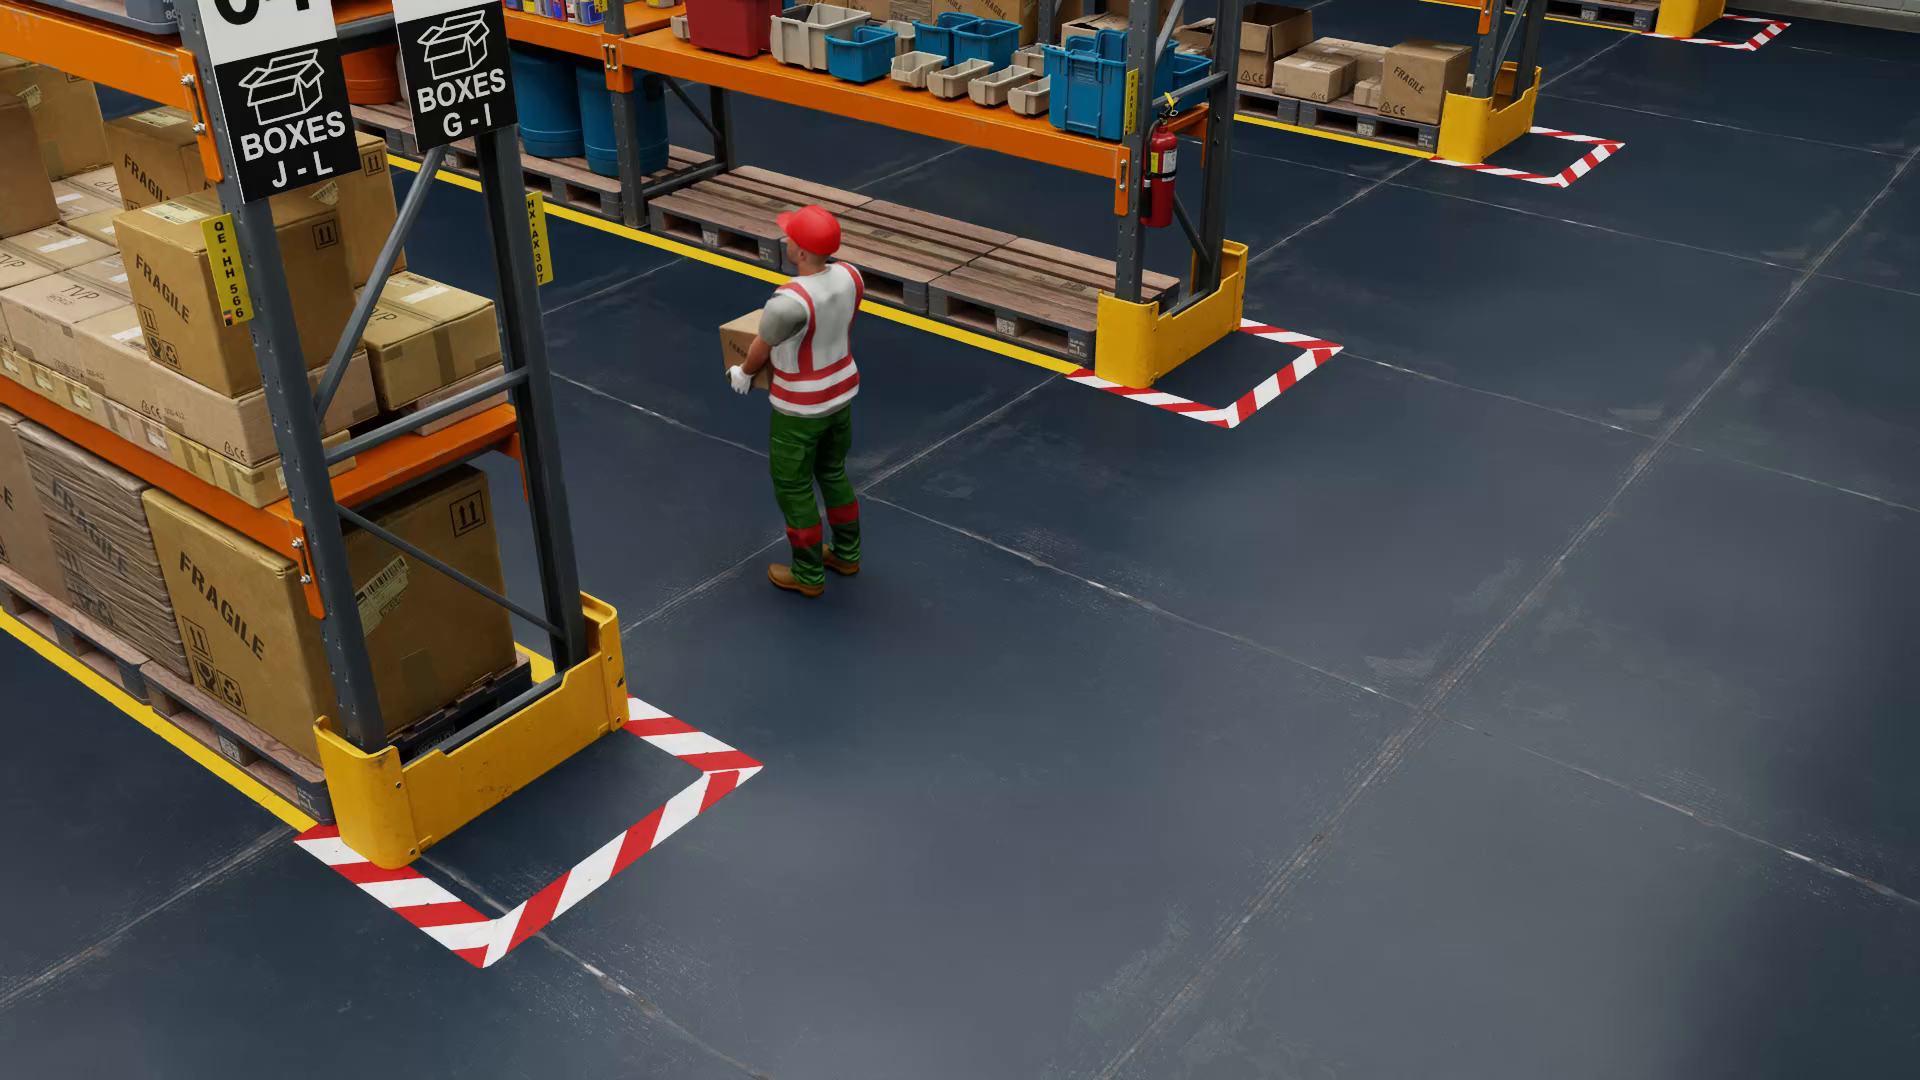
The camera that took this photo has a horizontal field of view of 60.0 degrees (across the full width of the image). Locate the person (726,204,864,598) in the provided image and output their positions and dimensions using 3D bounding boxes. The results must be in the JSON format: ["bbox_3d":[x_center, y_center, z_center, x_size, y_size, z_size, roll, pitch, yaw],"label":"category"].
[{"bbox_3d":[-0.713,-0.617,7.158,0.563,1.782,0.493,22,37,32],"label":"person"}]
